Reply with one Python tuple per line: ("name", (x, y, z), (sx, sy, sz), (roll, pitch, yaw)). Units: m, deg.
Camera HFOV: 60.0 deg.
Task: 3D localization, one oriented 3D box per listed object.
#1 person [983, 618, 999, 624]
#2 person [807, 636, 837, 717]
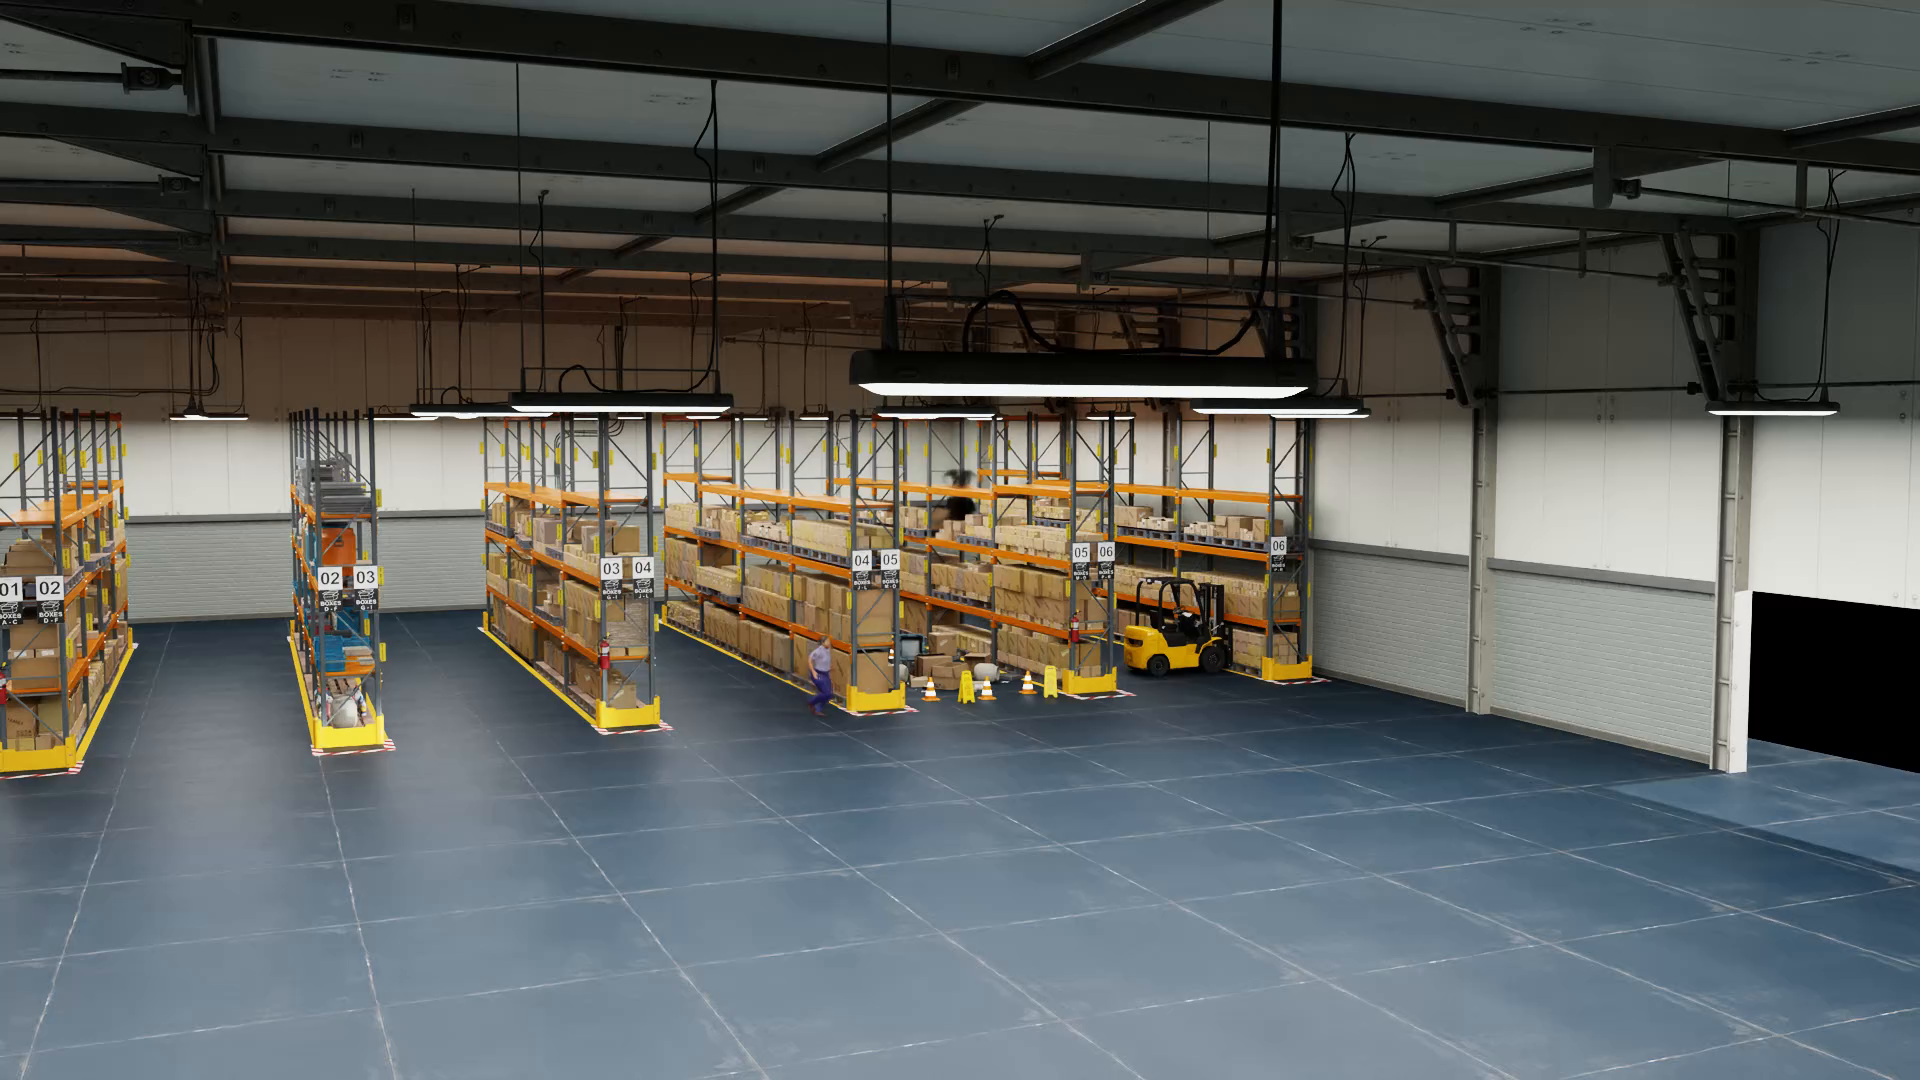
("person", (0.958, 1.548, 47.451), (0.773, 1.747, 0.645), (4, 6, 44))
("person", (-2.698, 2.671, 32.506), (0.591, 1.595, 0.614), (1, 4, 19))
